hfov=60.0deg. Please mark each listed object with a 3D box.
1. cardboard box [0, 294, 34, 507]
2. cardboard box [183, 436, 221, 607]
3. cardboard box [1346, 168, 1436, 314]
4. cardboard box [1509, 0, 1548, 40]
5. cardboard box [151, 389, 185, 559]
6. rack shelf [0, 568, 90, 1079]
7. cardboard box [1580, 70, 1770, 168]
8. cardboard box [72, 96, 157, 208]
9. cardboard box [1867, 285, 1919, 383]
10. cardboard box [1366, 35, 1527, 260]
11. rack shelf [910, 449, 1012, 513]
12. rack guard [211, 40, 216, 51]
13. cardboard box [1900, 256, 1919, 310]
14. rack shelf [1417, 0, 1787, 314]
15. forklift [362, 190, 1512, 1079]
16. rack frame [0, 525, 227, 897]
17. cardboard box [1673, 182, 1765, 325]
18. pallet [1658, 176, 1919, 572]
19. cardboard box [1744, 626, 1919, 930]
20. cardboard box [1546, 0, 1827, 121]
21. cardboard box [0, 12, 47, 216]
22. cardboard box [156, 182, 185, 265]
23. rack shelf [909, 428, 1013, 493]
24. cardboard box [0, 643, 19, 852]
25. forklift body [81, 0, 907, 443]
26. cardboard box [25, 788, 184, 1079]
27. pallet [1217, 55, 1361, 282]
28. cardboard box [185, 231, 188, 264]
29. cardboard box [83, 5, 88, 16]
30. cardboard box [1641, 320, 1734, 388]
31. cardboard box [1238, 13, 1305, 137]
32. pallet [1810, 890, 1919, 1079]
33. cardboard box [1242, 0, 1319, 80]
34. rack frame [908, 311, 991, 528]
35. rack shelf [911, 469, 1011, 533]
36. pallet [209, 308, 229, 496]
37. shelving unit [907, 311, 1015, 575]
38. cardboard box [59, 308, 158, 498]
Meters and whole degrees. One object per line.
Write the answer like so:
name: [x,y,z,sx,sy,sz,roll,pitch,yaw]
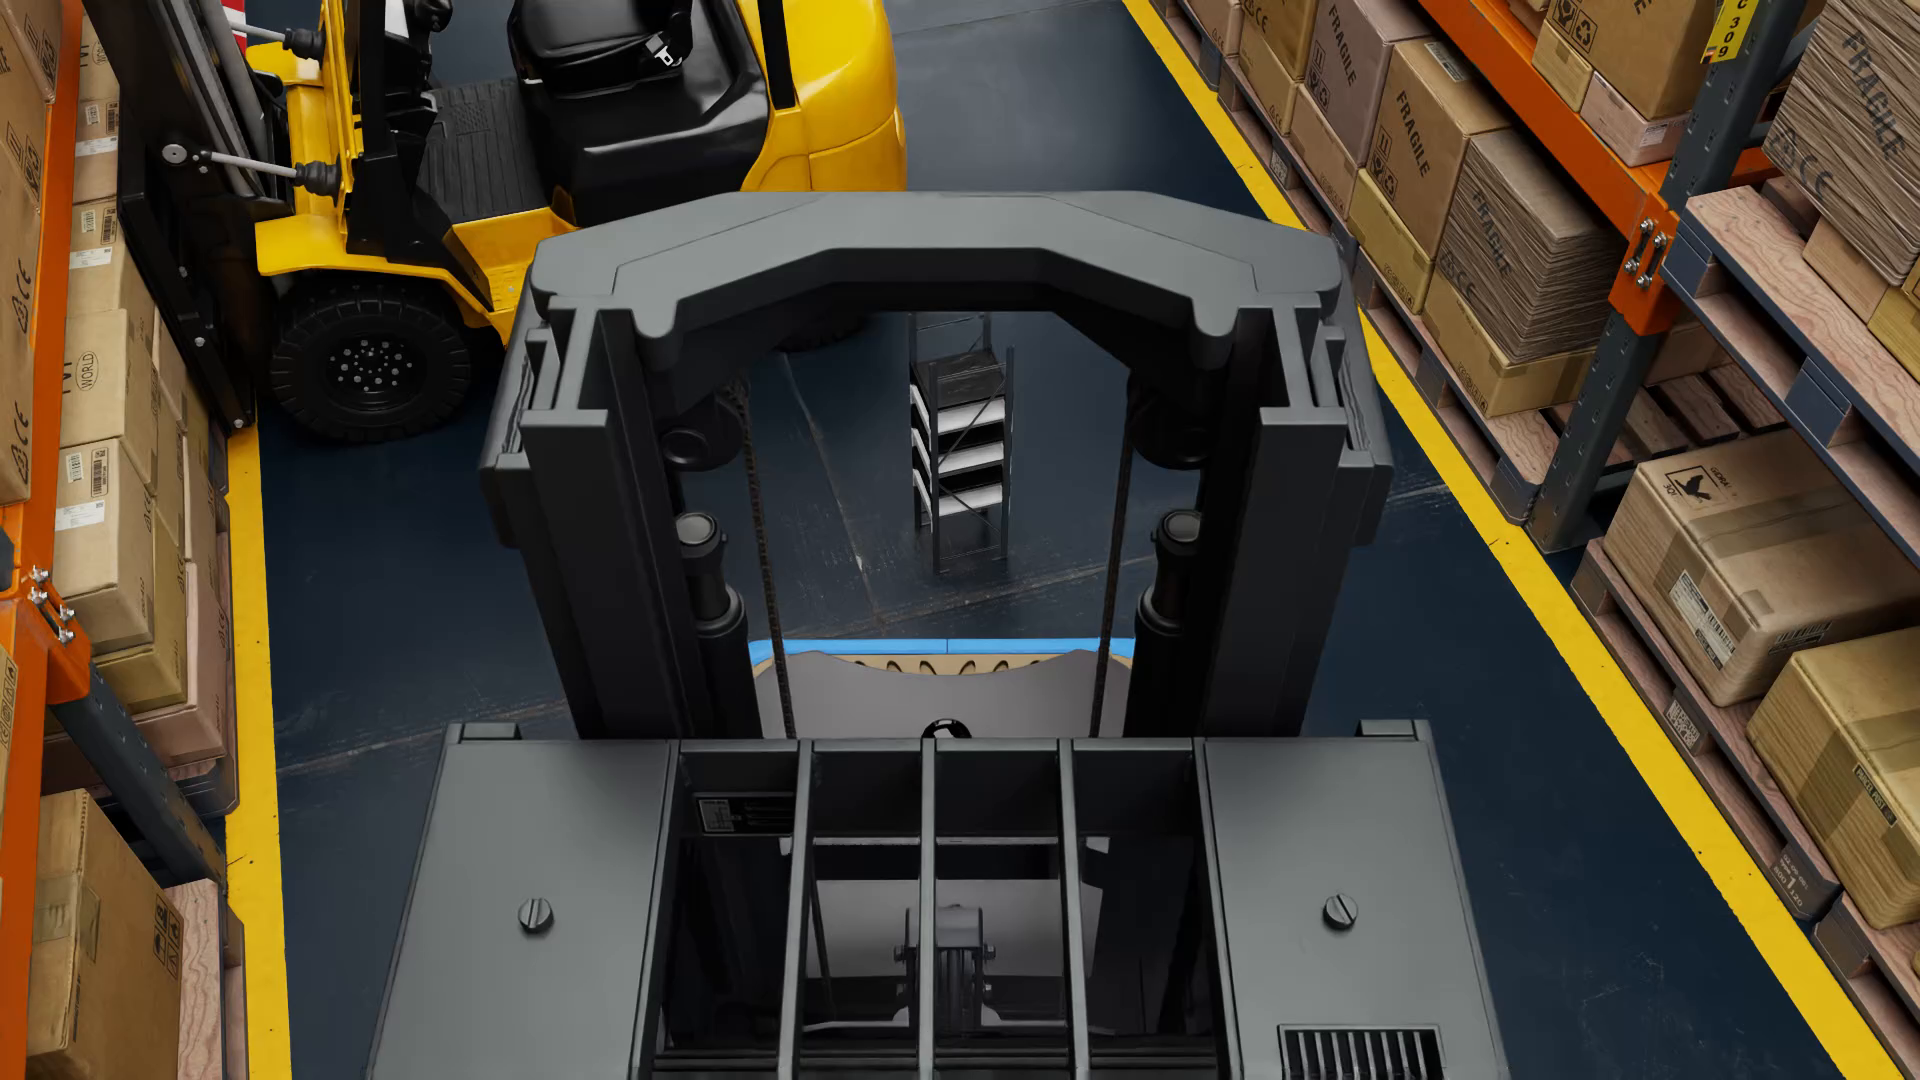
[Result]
cardboard box: [-2.337,-0.362,3.528,0.500,0.500,0.500,-15,51,-12]
cardboard box: [-2.447,0.009,4.805,0.500,0.250,0.500,-14,51,-12]
cardboard box: [1.687,-1.079,5.721,0.500,0.250,0.500,-15,51,-12]
cardboard box: [1.816,-1.545,4.755,0.380,0.149,0.250,-13,51,-11]
cardboard box: [-2.454,-0.148,4.609,0.500,0.250,0.500,-14,51,-11]
rack shelf: [-1.864,1.746,2.287,1.077,0.370,4.000,-13,51,-11]
cardboard box: [1.899,-1.157,4.427,0.380,0.149,0.250,-14,51,-11]
cardboard box: [-2.746,-1.064,5.055,0.500,0.250,0.500,-14,51,-12]
cardboard box: [2.212,-0.467,3.571,0.380,0.149,0.250,-12,51,-10]
cardboard box: [1.702,-1.305,5.422,0.500,0.500,0.500,-12,51,-10]
rack shelf: [0.002,-0.205,4.995,0.258,0.077,0.200,-13,51,-11]
rack guard: [-3.645,-2.080,6.677,1.175,0.500,0.348,-13,51,-11]
cardboard box: [2.299,-0.562,3.228,0.500,0.500,0.500,-13,51,-11]
rack shelf: [1.694,-2.301,5.698,1.077,0.370,4.000,-13,51,-11]
forklift: [-0.022,1.094,2.410,1.130,2.935,3.031,0,50,0]
rack frame: [-2.455,0.053,3.243,1.000,3.000,0.127,-13,51,-11]
cardboard box: [2.369,-1.055,5.210,0.500,0.500,0.500,-11,51,-9]
pallet: [2.372,-0.419,3.767,1.003,0.211,1.213,-13,51,-11]
cardboard box: [2.659,0.547,4.271,0.950,0.372,0.625,-10,51,-9]
cardboard box: [1.916,-1.468,4.266,0.500,0.500,0.500,-14,51,-12]
cardboard box: [-2.658,-1.108,4.157,0.500,0.500,0.500,-14,51,-11]
cardboard box: [-2.740,-0.886,5.232,0.500,0.250,0.500,-13,51,-11]
rack shelf: [0.002,-0.263,4.926,0.258,0.077,0.200,-13,51,-11]
cardboard box: [-2.056,0.410,3.040,0.500,0.250,0.500,-12,51,-10]
forklift body: [-1.335,-1.622,5.211,2.313,2.155,1.214,-13,51,-11]
cardboard box: [-2.290,1.062,3.671,0.875,0.625,0.625,-11,51,-9]
pallet: [1.689,-1.548,6.417,1.003,0.211,1.213,-13,51,-11]
cardboard box: [-2.745,-0.739,5.434,0.500,0.250,0.500,-12,51,-10]
cardboard box: [-3.047,-1.802,5.677,0.500,0.250,0.500,-12,51,-10]
cardboard box: [2.369,-0.813,5.497,0.500,0.250,0.500,-15,52,-13]
cardboard box: [1.394,-1.820,6.347,0.500,0.250,0.500,-10,51,-9]
pallet: [2.881,1.288,4.026,1.003,0.211,1.213,-13,51,-11]
cardboard box: [1.384,-2.066,6.063,0.500,0.500,0.500,-12,51,-10]
rack frame: [-0.028,-0.358,4.964,0.240,0.900,0.006,-13,51,-11]
rack shelf: [0.002,-0.147,5.064,0.258,0.077,0.200,-13,51,-11]
pallet: [-3.015,-0.531,5.559,1.003,0.211,1.213,-13,51,-11]
shelving unit: [0.002,-0.284,4.901,0.258,0.900,0.210,-13,51,-11]
cardboard box: [-2.440,-0.318,4.426,0.500,0.250,0.500,-13,51,-11]
